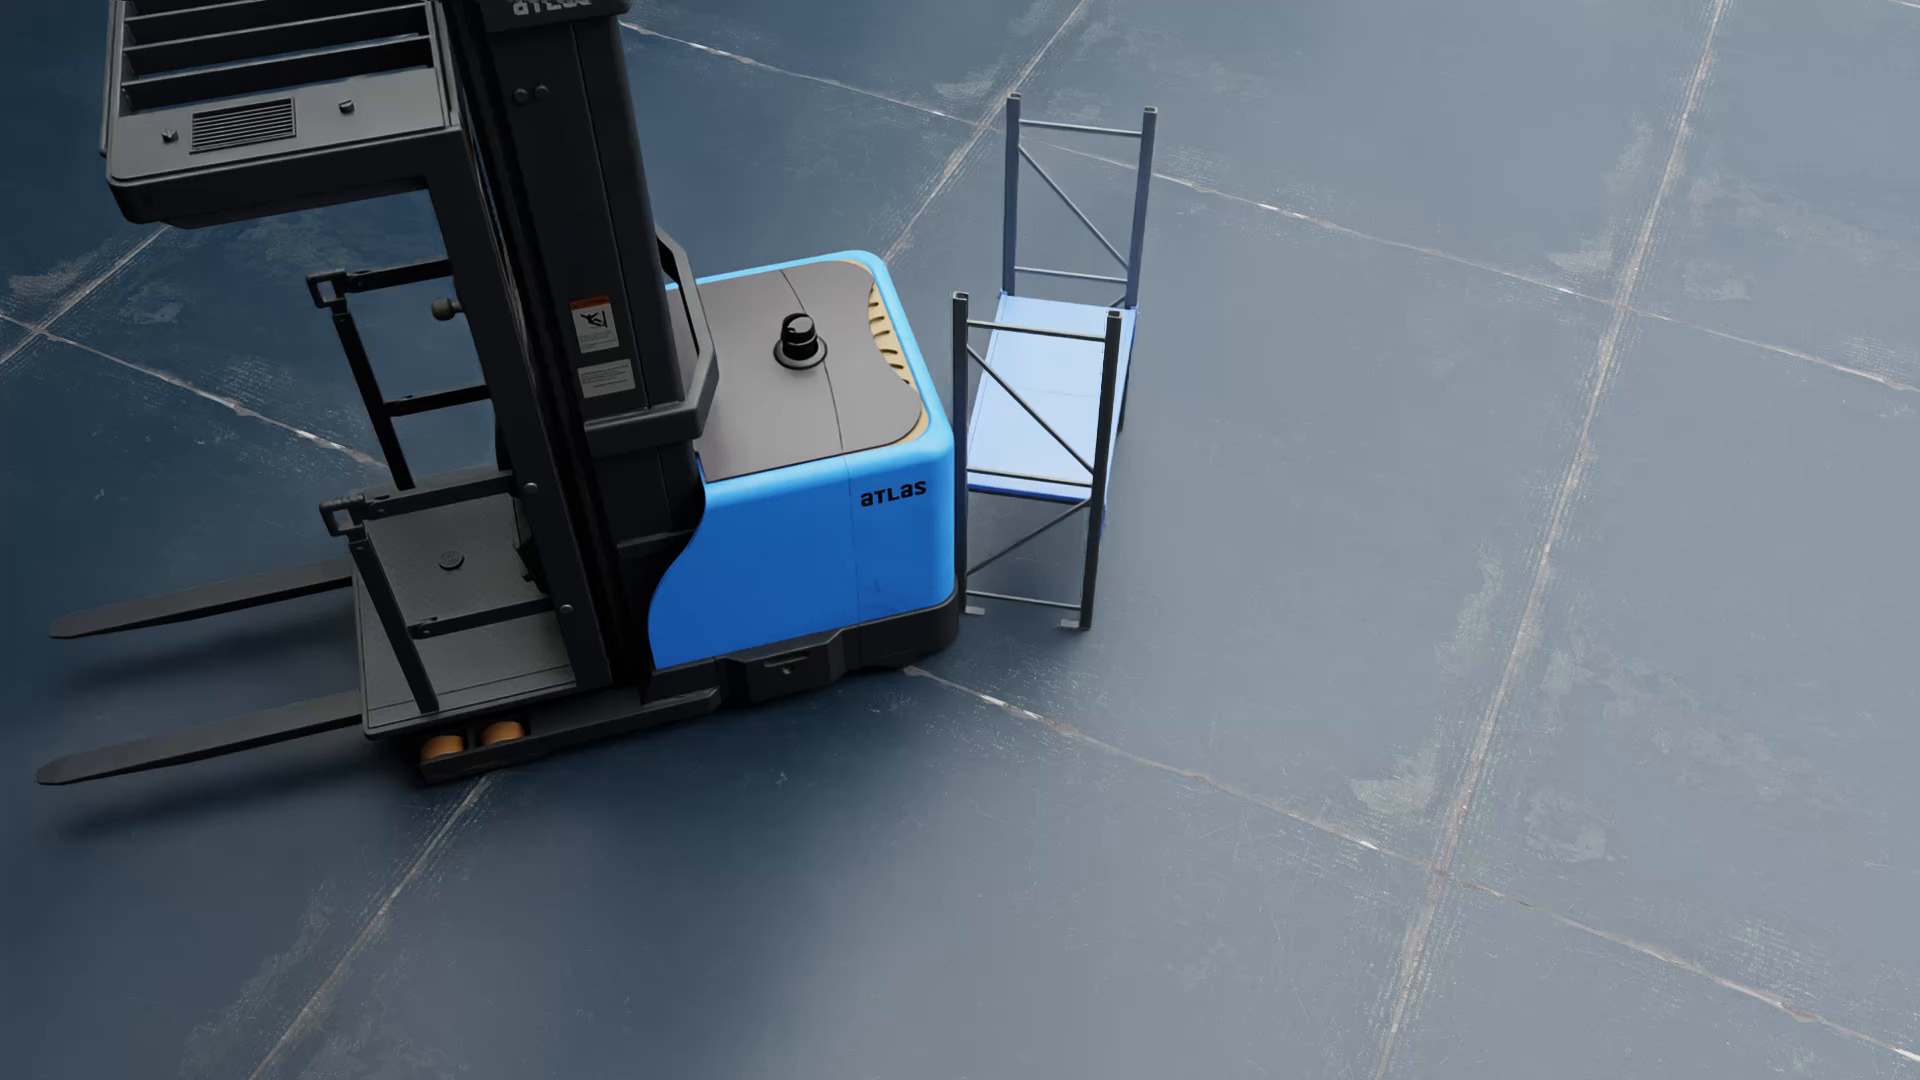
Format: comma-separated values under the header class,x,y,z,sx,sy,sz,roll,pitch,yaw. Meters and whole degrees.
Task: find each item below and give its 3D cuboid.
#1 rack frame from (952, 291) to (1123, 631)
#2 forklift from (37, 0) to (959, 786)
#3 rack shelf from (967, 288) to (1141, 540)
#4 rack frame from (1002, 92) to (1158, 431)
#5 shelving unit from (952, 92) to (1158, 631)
class,x,y,z,sx,sy,sz,roll,pitch,yaw
rack frame,0.226,-0.203,5.438,0.500,1.500,0.032,8,50,7
forklift,-1.581,-0.597,4.834,3.031,2.935,1.130,-13,51,-11
rack shelf,0.316,-0.467,5.899,0.538,0.185,1.000,8,50,7
rack frame,0.405,-0.965,6.086,0.500,1.500,0.032,8,50,7
shelving unit,0.316,-0.584,5.762,0.538,1.500,1.048,8,50,7
